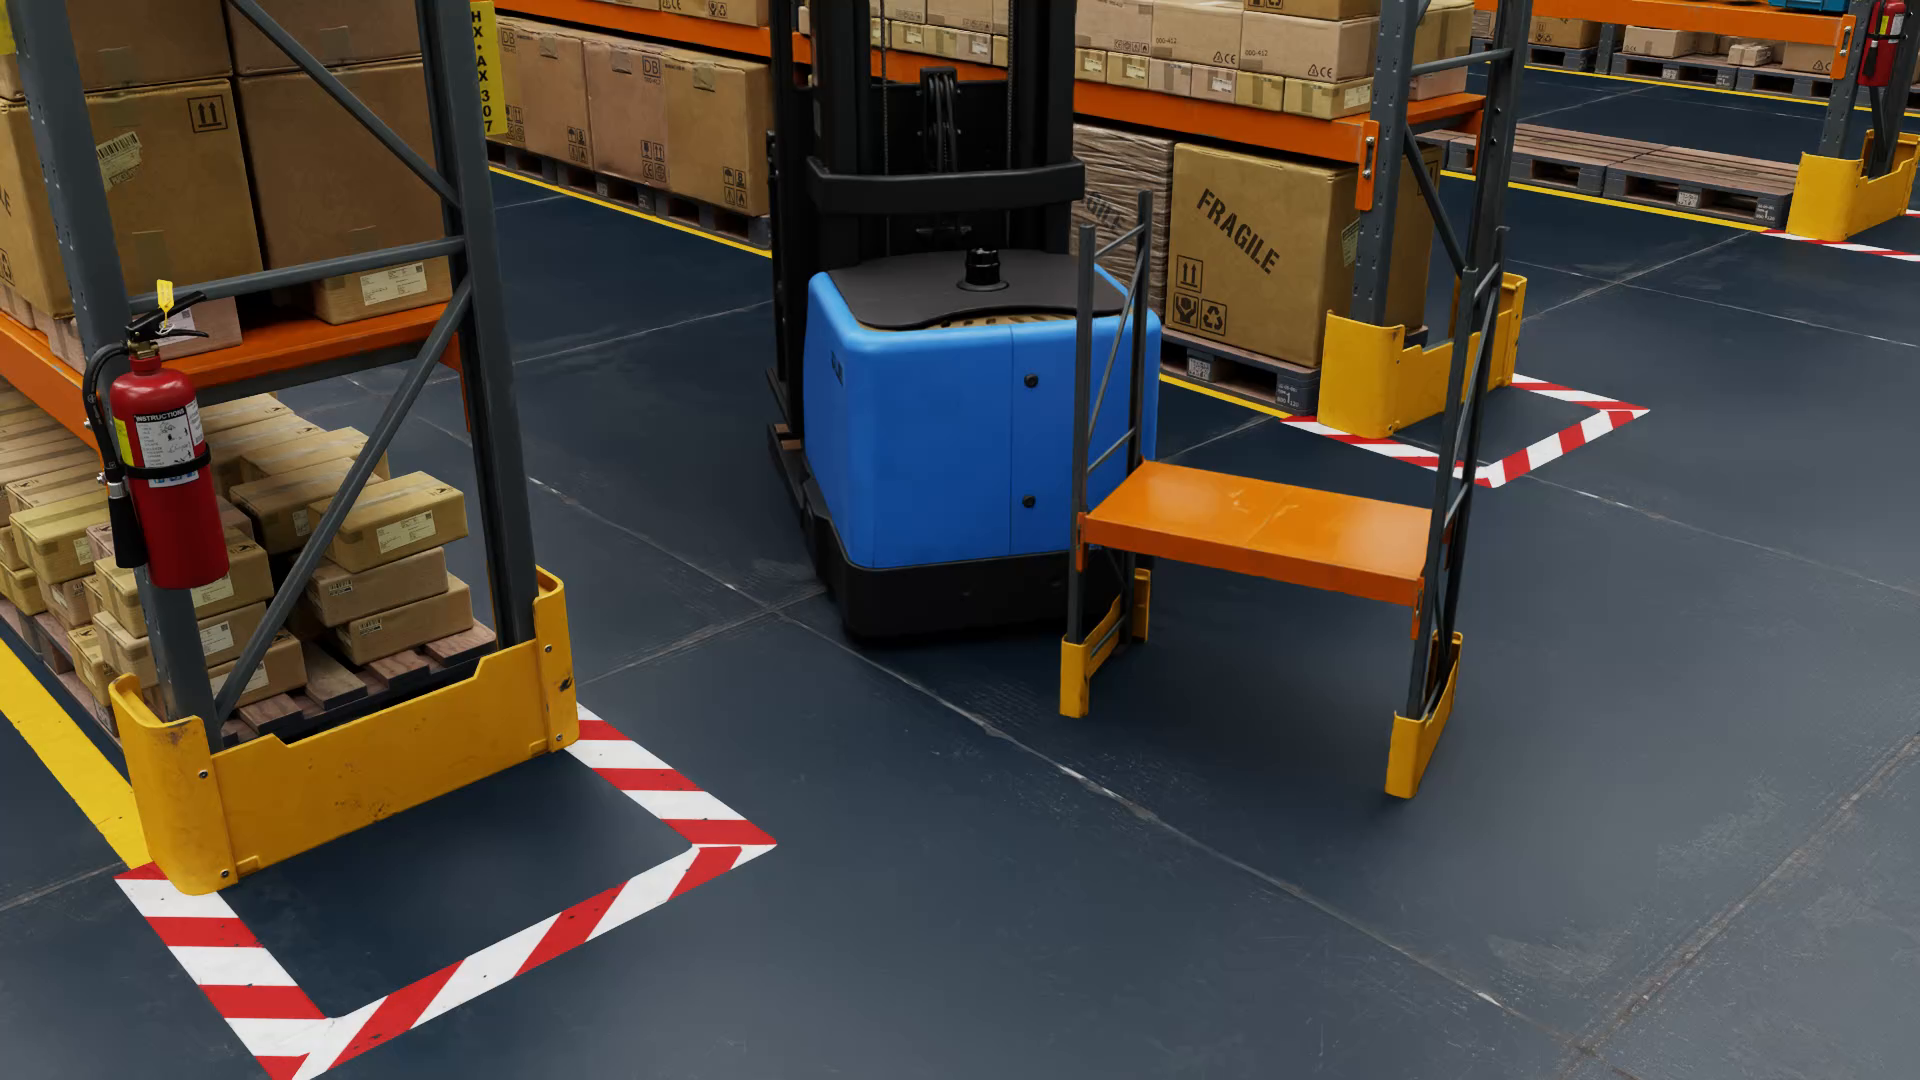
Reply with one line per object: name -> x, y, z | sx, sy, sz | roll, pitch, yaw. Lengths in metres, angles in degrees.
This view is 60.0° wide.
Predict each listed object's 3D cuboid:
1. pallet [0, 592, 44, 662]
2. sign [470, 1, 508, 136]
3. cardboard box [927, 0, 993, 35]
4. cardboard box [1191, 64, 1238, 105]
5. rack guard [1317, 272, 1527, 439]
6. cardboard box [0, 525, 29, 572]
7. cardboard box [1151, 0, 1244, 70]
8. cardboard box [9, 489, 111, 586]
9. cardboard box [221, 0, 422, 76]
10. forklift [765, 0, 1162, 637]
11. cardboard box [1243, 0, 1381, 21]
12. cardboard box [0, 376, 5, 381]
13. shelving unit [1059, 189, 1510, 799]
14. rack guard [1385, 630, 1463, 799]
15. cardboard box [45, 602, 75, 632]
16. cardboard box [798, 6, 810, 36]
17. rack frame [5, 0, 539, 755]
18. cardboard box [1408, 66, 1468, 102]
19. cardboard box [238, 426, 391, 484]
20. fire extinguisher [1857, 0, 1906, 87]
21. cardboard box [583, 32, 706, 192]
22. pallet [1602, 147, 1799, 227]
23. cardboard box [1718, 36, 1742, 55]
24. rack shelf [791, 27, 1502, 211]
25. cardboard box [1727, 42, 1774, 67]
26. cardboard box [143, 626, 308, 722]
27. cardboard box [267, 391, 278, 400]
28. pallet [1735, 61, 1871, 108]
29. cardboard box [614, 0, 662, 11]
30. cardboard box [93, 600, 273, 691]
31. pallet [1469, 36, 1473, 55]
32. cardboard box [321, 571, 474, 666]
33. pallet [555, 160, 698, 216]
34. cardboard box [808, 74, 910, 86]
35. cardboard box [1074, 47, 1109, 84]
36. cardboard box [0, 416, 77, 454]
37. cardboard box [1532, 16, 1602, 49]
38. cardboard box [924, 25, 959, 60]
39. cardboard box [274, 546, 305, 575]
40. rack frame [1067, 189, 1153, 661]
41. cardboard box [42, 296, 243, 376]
pallet -> -3.011, -0.018, 6.035 | 1.003, 0.211, 1.213 | -21, 32, -38
sign -> -1.204, -1.186, 4.192 | 0.100, 0.325, 0.005 | -21, 32, -38
cardboard box -> 0.180, -2.769, 8.529 | 0.500, 0.250, 0.500 | -20, 31, -37
cardboard box -> 1.256, -2.070, 7.475 | 0.380, 0.149, 0.250 | -21, 32, -38
rack guard -> 2.106, -0.870, 7.554 | 1.175, 0.500, 0.348 | -21, 32, -38
cardboard box -> -2.888, -0.056, 5.330 | 0.380, 0.149, 0.250 | -21, 32, -38
cardboard box -> 1.219, -2.307, 7.515 | 0.500, 0.250, 0.500 | -22, 32, -39
cardboard box -> -2.546, -0.026, 4.905 | 0.380, 0.149, 0.250 | -22, 33, -40
cardboard box -> -1.713, -1.485, 4.208 | 0.500, 0.500, 0.500 | -21, 32, -39
forklift -> -0.185, -1.605, 6.238 | 1.130, 2.935, 3.031 | -6, 25, -12
cardboard box -> 1.565, -2.496, 7.025 | 0.500, 0.500, 0.500 | -21, 32, -38
cardboard box -> -3.586, -0.516, 5.978 | 0.380, 0.149, 0.250 | -20, 31, -37
shelving unit -> 0.910, -0.161, 4.796 | 1.083, 1.500, 0.587 | 11, 27, 24
rack guard -> 1.358, 0.498, 4.856 | 0.087, 0.250, 0.587 | 11, 27, 24
cardboard box -> -2.657, 0.143, 5.251 | 0.380, 0.149, 0.250 | -21, 32, -38
cardboard box -> -0.685, -2.928, 9.357 | 0.380, 0.149, 0.250 | -21, 32, -38
rack frame -> -1.600, -0.638, 4.034 | 1.000, 3.000, 0.127 | -21, 32, -38
cardboard box -> 2.088, -2.101, 7.545 | 0.380, 0.149, 0.250 | -21, 32, -38
cardboard box -> -2.065, -0.220, 5.330 | 0.380, 0.149, 0.250 | -21, 32, -39
fire extinguisher -> 5.477, -3.040, 9.842 | 0.296, 0.674, 0.183 | -21, 32, -38
cardboard box -> -1.707, -2.909, 11.067 | 0.875, 0.875, 1.225 | 22, 33, 40
pallet -> 5.170, -2.412, 11.282 | 1.003, 0.211, 1.213 | -21, 32, -38
cardboard box -> 7.486, -4.750, 15.952 | 0.380, 0.149, 0.250 | -21, 32, -38
rack shelf -> 0.723, -2.293, 8.529 | 1.077, 0.370, 4.000 | -21, 32, -38
cardboard box -> 7.317, -4.499, 15.381 | 0.380, 0.166, 0.250 | -21, 32, -38
cardboard box -> -2.112, 0.368, 4.759 | 0.380, 0.149, 0.250 | -21, 32, -38
cardboard box -> -2.624, -0.451, 5.836 | 0.380, 0.149, 0.250 | -21, 32, -38
pallet -> 7.897, -4.188, 15.177 | 1.003, 0.211, 1.213 | -21, 32, -38
cardboard box -> -1.858, -3.644, 10.504 | 0.500, 0.500, 0.500 | -22, 32, -39
cardboard box -> -2.169, 0.254, 4.650 | 0.380, 0.149, 0.250 | -22, 33, -40
pallet -> 5.168, -5.372, 17.772 | 1.003, 0.211, 1.213 | -21, 32, -38
cardboard box -> -1.724, 0.219, 5.086 | 0.380, 0.149, 0.250 | -20, 32, -37
pallet -> -2.064, -2.540, 11.563 | 1.003, 0.211, 1.213 | -21, 32, -38
cardboard box -> -0.251, -2.228, 9.574 | 0.875, 0.875, 0.875 | -21, 32, -38
cardboard box -> 0.729, -2.302, 7.985 | 0.380, 0.149, 0.250 | -21, 32, -38
cardboard box -> -3.000, -0.299, 5.504 | 0.250, 0.149, 0.380 | 23, 33, 40
cardboard box -> 6.043, -5.166, 16.443 | 0.500, 0.500, 0.500 | -21, 32, -39
cardboard box -> 0.032, -2.612, 8.664 | 0.380, 0.149, 0.250 | -22, 32, -39
cardboard box -> -1.916, 0.002, 5.202 | 0.380, 0.149, 0.250 | -21, 32, -39
rack frame -> 0.446, -0.256, 5.003 | 0.032, 1.500, 0.500 | 11, 27, 24
cardboard box -> -2.029, -0.542, 4.127 | 0.380, 0.149, 0.250 | -21, 32, -38
